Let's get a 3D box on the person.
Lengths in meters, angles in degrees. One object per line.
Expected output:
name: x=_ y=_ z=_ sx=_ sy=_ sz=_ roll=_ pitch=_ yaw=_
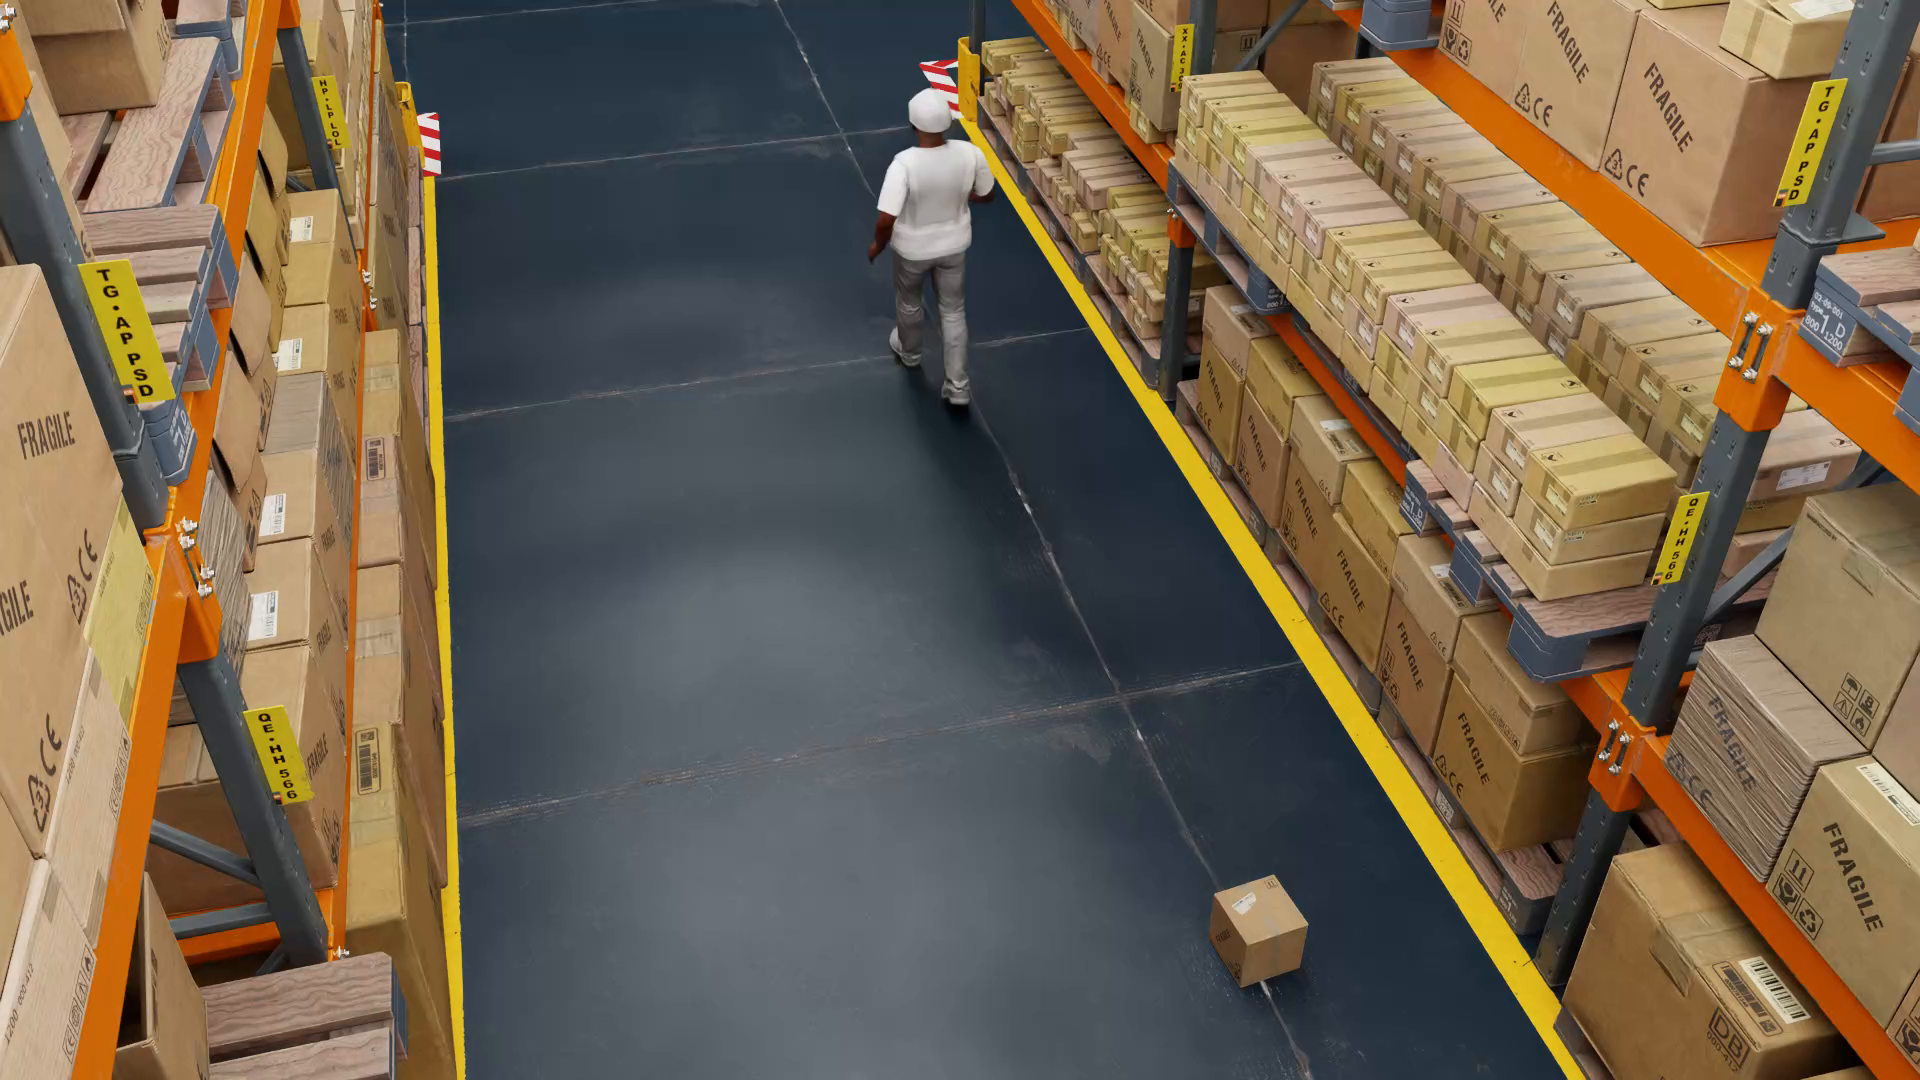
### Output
person: x=-0.165 y=-1.576 z=8.696 sx=0.678 sy=1.740 sz=0.886 roll=-10 pitch=39 yaw=-12
